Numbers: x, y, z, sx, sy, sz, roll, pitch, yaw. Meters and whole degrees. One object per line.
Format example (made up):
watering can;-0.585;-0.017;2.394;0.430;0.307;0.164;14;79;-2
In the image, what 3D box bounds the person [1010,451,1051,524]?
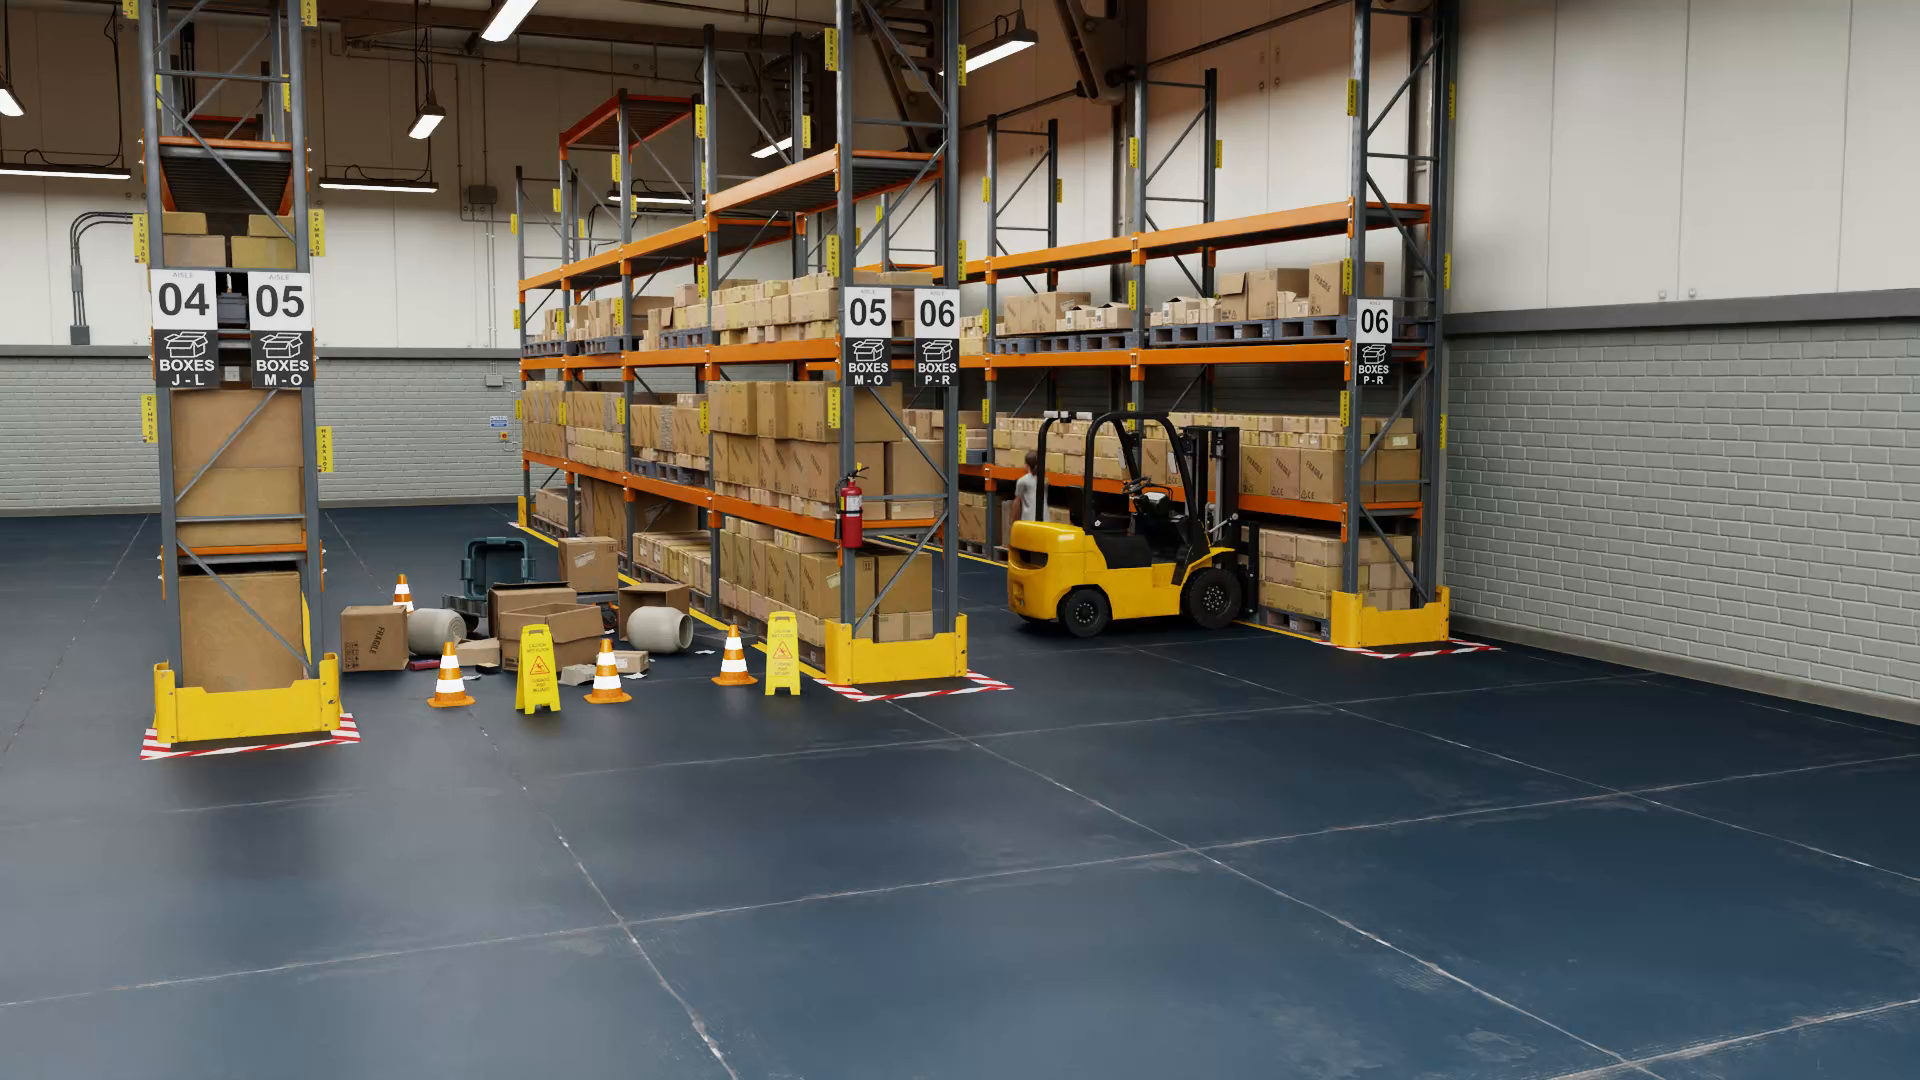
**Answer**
person;0.800;-0.180;18.931;0.411;1.666;0.506;-3;6;-25
